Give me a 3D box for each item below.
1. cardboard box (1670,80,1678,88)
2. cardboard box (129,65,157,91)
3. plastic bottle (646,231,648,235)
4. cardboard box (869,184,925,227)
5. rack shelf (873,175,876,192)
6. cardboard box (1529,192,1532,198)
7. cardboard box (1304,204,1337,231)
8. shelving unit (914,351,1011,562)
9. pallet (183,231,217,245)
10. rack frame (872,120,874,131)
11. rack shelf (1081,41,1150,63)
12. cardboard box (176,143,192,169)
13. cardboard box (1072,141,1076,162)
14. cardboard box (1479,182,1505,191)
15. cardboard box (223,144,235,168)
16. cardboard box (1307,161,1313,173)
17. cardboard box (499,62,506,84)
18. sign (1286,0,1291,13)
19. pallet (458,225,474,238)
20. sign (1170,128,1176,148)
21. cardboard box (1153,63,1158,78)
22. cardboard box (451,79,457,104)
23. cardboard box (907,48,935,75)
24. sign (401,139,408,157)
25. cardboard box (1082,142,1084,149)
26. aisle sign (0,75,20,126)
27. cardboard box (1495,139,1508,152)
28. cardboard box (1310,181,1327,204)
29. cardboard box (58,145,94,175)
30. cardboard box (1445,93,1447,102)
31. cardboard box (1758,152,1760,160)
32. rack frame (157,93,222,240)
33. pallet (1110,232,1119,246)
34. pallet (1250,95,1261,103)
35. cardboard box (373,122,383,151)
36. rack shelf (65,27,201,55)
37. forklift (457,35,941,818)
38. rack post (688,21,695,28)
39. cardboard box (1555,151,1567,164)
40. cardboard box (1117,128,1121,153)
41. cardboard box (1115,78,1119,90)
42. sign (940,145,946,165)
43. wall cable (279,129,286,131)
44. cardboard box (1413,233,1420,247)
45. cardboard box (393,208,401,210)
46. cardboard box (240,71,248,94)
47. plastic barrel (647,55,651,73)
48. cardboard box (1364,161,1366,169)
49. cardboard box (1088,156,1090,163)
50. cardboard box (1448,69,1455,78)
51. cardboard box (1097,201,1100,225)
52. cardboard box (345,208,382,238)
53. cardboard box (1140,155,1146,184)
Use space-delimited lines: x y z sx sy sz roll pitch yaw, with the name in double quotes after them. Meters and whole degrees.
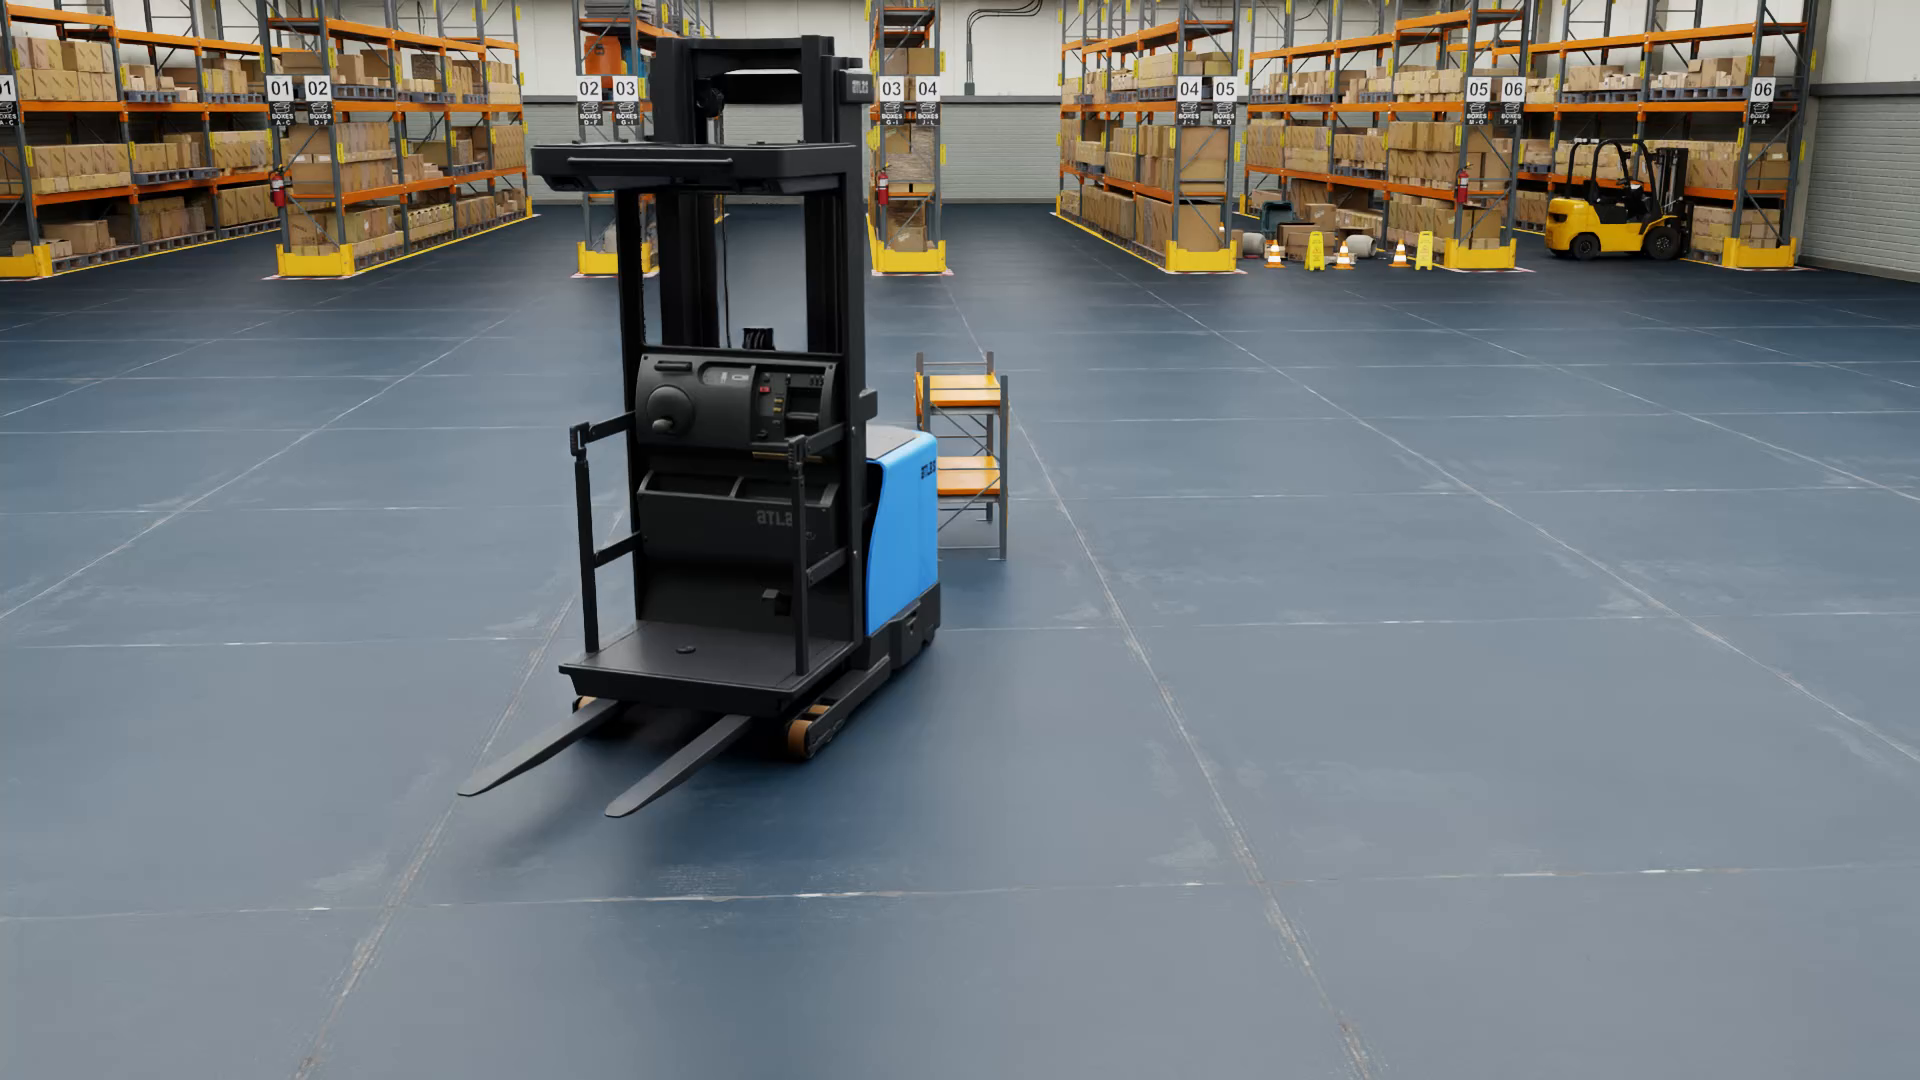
13.536 -8.538 31.130 0.380 0.149 0.250 0 14 -2 "cardboard box"
-15.944 -8.951 32.231 0.500 0.500 0.500 -1 14 -5 "cardboard box"
-5.766 -5.561 30.689 0.061 0.283 0.133 -1 14 -3 "plastic bottle"
-1.351 -7.373 36.583 1.225 0.875 0.875 -2 15 -6 "cardboard box"
-1.206 -7.181 33.859 1.077 0.370 4.000 -1 14 -3 "rack shelf"
13.241 -7.883 38.016 0.380 0.149 0.250 0 14 -2 "cardboard box"
7.035 -6.306 32.512 0.500 0.500 0.500 -1 14 -3 "cardboard box"
0.000 -0.546 10.393 0.538 1.125 1.048 -1 14 -3 "shelving unit"
-16.114 -6.252 34.403 1.003 0.211 1.213 -1 14 -3 "pallet"
-1.577 -9.021 39.569 1.000 3.000 0.127 -1 14 -3 "rack frame"
3.503 -10.939 37.228 1.077 0.370 4.000 -1 14 -3 "rack shelf"
-16.060 -7.803 33.751 0.700 0.500 0.500 -2 15 -9 "cardboard box"
3.036 -9.510 40.672 0.500 0.500 0.500 -1 14 -5 "cardboard box"
9.243 -6.156 28.936 0.380 0.149 0.250 -1 14 -3 "cardboard box"
-15.959 -8.254 35.751 0.500 0.500 0.500 0 14 -2 "cardboard box"
8.209 -8.481 37.770 0.500 0.250 0.500 -1 14 -4 "cardboard box"
-11.580 -11.474 40.873 0.700 0.500 0.500 -1 14 -3 "cardboard box"
7.758 -12.606 39.270 0.100 0.325 0.005 -1 14 -3 "sign"
-11.225 -6.710 36.183 1.003 0.211 1.213 -1 14 -3 "pallet"
3.580 -6.759 27.977 0.100 0.325 0.005 -1 14 -3 "sign"
3.723 -8.356 29.625 0.500 0.250 0.500 -1 14 -3 "cardboard box"
-11.309 -9.610 35.638 0.910 0.500 0.500 -1 14 -3 "cardboard box"
-0.656 -8.298 28.935 0.500 0.500 0.500 -1 14 -4 "cardboard box"
-10.415 -7.346 31.162 0.100 0.325 0.005 -1 14 -3 "sign"
3.011 -9.079 38.259 0.380 0.149 0.250 -1 14 -4 "cardboard box"
-15.361 -7.053 26.703 0.394 0.787 0.004 -1 14 -3 "aisle sign"
13.106 -9.251 39.419 0.700 0.500 0.500 -1 14 -3 "cardboard box"
8.551 -7.749 38.045 0.875 0.875 0.875 -1 14 -3 "cardboard box"
-15.485 -6.611 28.957 0.500 0.500 0.500 0 14 -2 "cardboard box"
8.776 -7.797 29.296 0.380 0.149 0.250 -1 14 -3 "cardboard box"
14.170 -6.779 29.351 0.380 0.149 0.250 -1 14 -3 "cardboard box"
-16.161 -7.797 34.811 1.000 3.000 0.127 -1 14 -3 "rack frame"
3.673 -6.228 34.307 1.003 0.211 1.213 -1 14 -3 "pallet"
8.122 -11.395 42.951 1.003 0.211 1.213 -1 14 -3 "pallet"
-10.903 -7.321 30.154 0.700 0.500 0.500 -1 14 -4 "cardboard box"
-16.037 -9.663 32.270 1.077 0.370 4.000 -1 14 -3 "rack shelf"
-1.043 -0.614 7.030 1.130 2.935 3.031 5 15 18 "forklift"
-6.500 -11.604 37.717 0.937 0.300 0.954 -1 14 -4 "rack post"
13.274 -8.312 36.110 0.500 0.250 0.500 -1 14 -3 "cardboard box"
3.678 -8.373 34.842 0.700 0.500 0.500 -1 14 -4 "cardboard box"
3.484 -9.402 34.286 0.500 0.250 0.500 0 14 -2 "cardboard box"
-0.292 -6.465 27.895 0.100 0.325 0.005 -1 14 -3 "sign"
-17.680 -10.583 43.598 0.084 1.984 1.851 -1 14 -3 "wall cable"
8.676 -5.518 30.627 0.500 0.250 0.500 -1 14 -5 "cardboard box"
-11.375 -6.498 33.311 0.500 0.311 0.500 -1 14 -4 "cardboard box"
-16.464 -10.286 37.379 0.700 0.500 0.500 -2 15 -6 "cardboard box"
-6.354 -9.099 32.846 0.600 0.901 0.708 -1 14 -3 "plastic barrel"
8.453 -7.644 33.878 0.380 0.149 0.250 -1 14 -3 "cardboard box"
3.078 -8.530 37.321 0.380 0.149 0.250 -2 15 -6 "cardboard box"
8.730 -8.115 28.929 0.380 0.149 0.250 -1 14 -4 "cardboard box"
3.326 -7.230 36.782 0.500 0.500 0.500 -1 14 -4 "cardboard box"
-10.623 -5.630 29.558 0.500 0.500 0.500 -1 14 -3 "cardboard box"
3.910 -7.064 31.661 0.875 0.550 0.550 -1 14 -3 "cardboard box"
